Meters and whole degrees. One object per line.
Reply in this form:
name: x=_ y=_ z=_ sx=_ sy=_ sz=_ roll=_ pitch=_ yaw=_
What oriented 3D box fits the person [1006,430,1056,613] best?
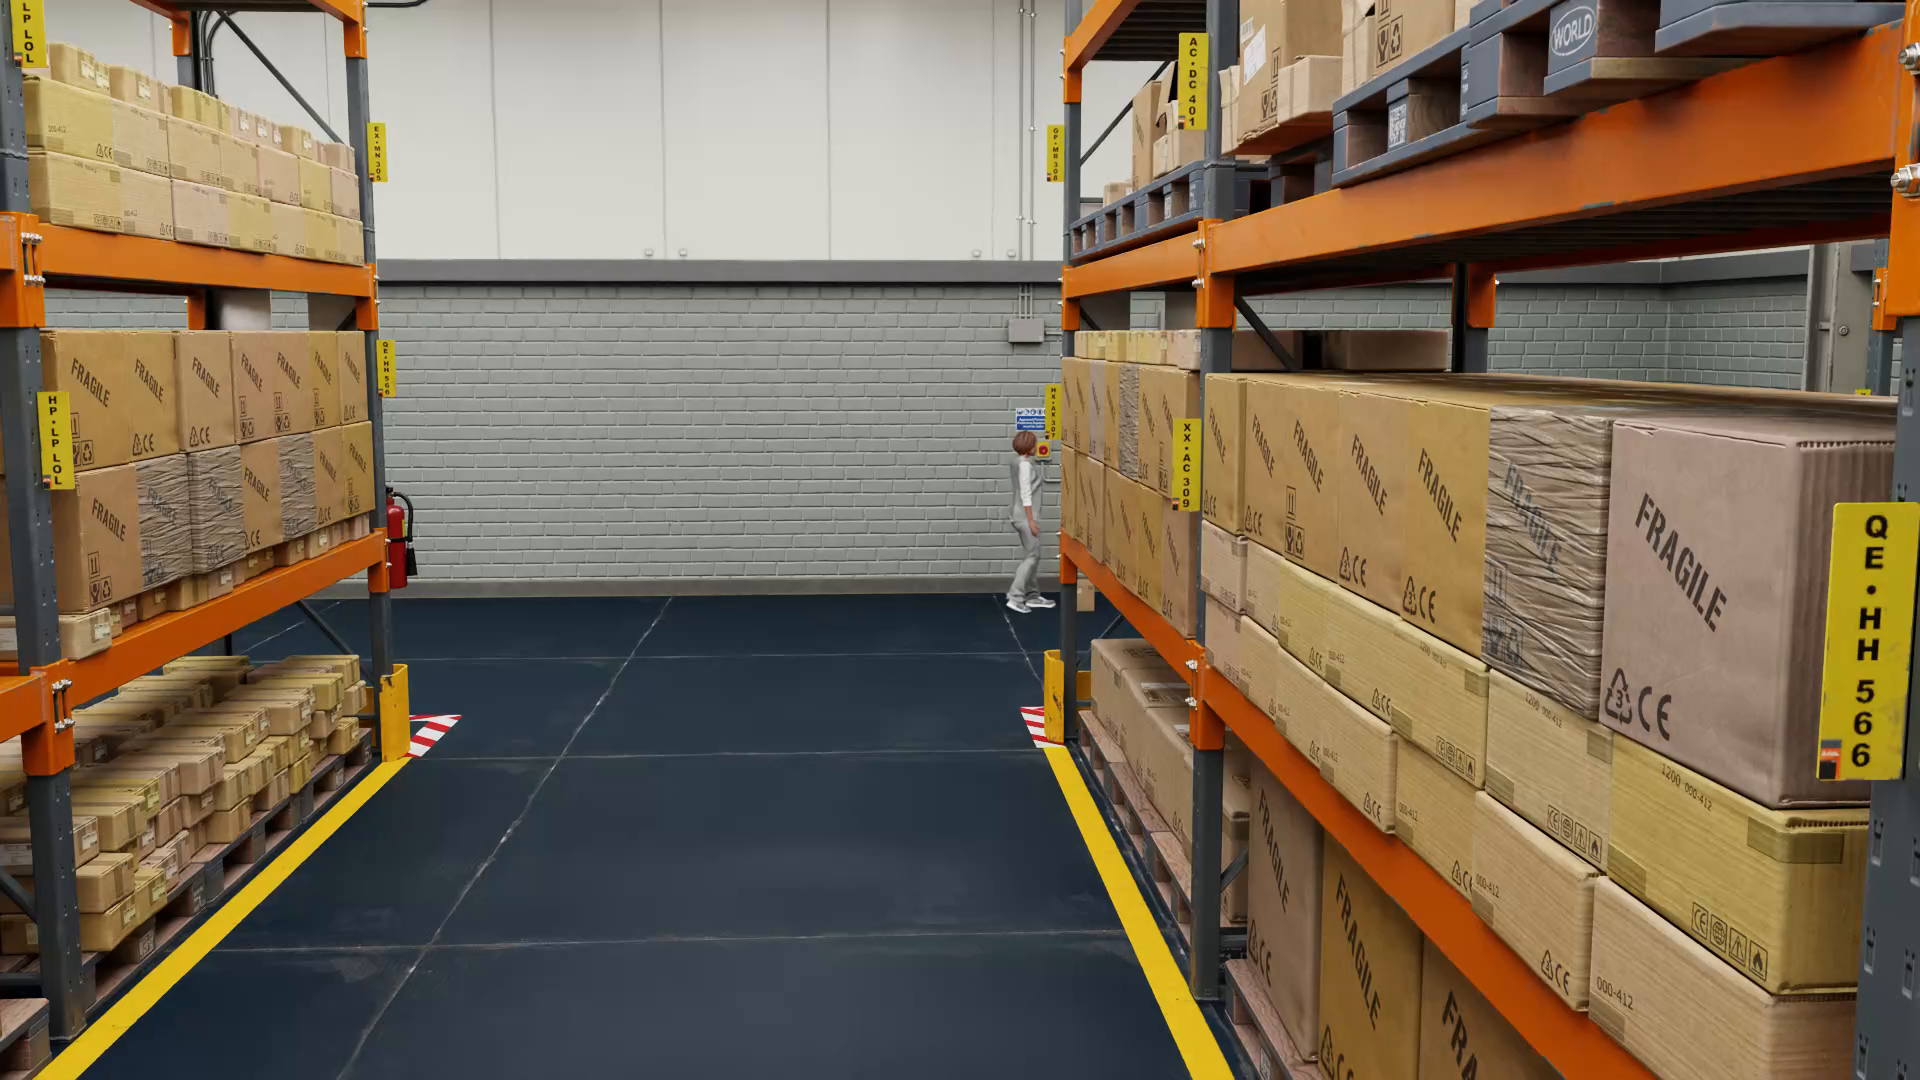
person: x=0.626 y=-0.165 z=14.700 sx=0.505 sy=1.612 sz=0.435 roll=-1 pitch=7 yaw=-9
